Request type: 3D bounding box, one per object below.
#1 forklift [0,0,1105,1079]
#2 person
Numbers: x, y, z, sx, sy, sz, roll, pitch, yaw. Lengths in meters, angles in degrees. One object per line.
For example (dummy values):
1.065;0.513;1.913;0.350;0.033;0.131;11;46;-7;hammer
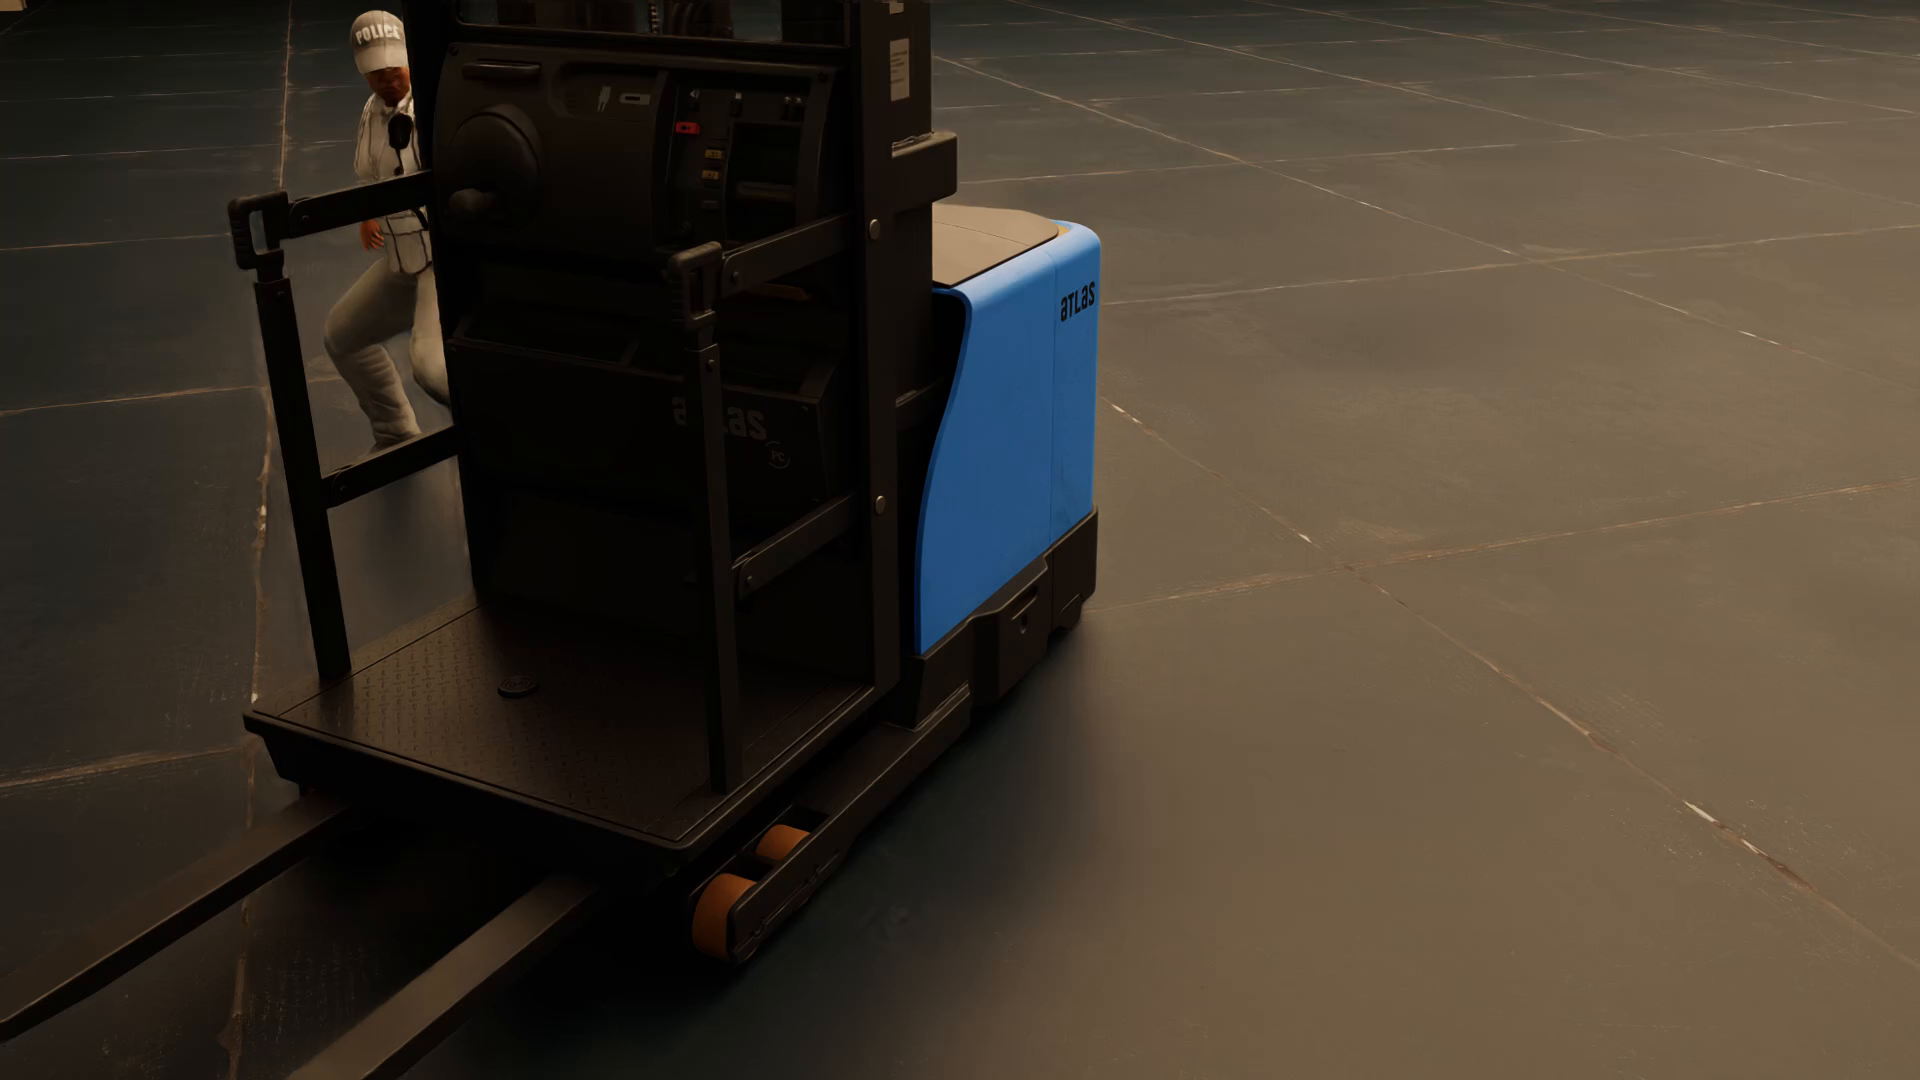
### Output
-0.737;-0.751;3.086;1.130;2.935;3.031;11;25;25;forklift
-1.767;-0.902;5.345;0.502;1.557;1.049;-19;29;-38;person
